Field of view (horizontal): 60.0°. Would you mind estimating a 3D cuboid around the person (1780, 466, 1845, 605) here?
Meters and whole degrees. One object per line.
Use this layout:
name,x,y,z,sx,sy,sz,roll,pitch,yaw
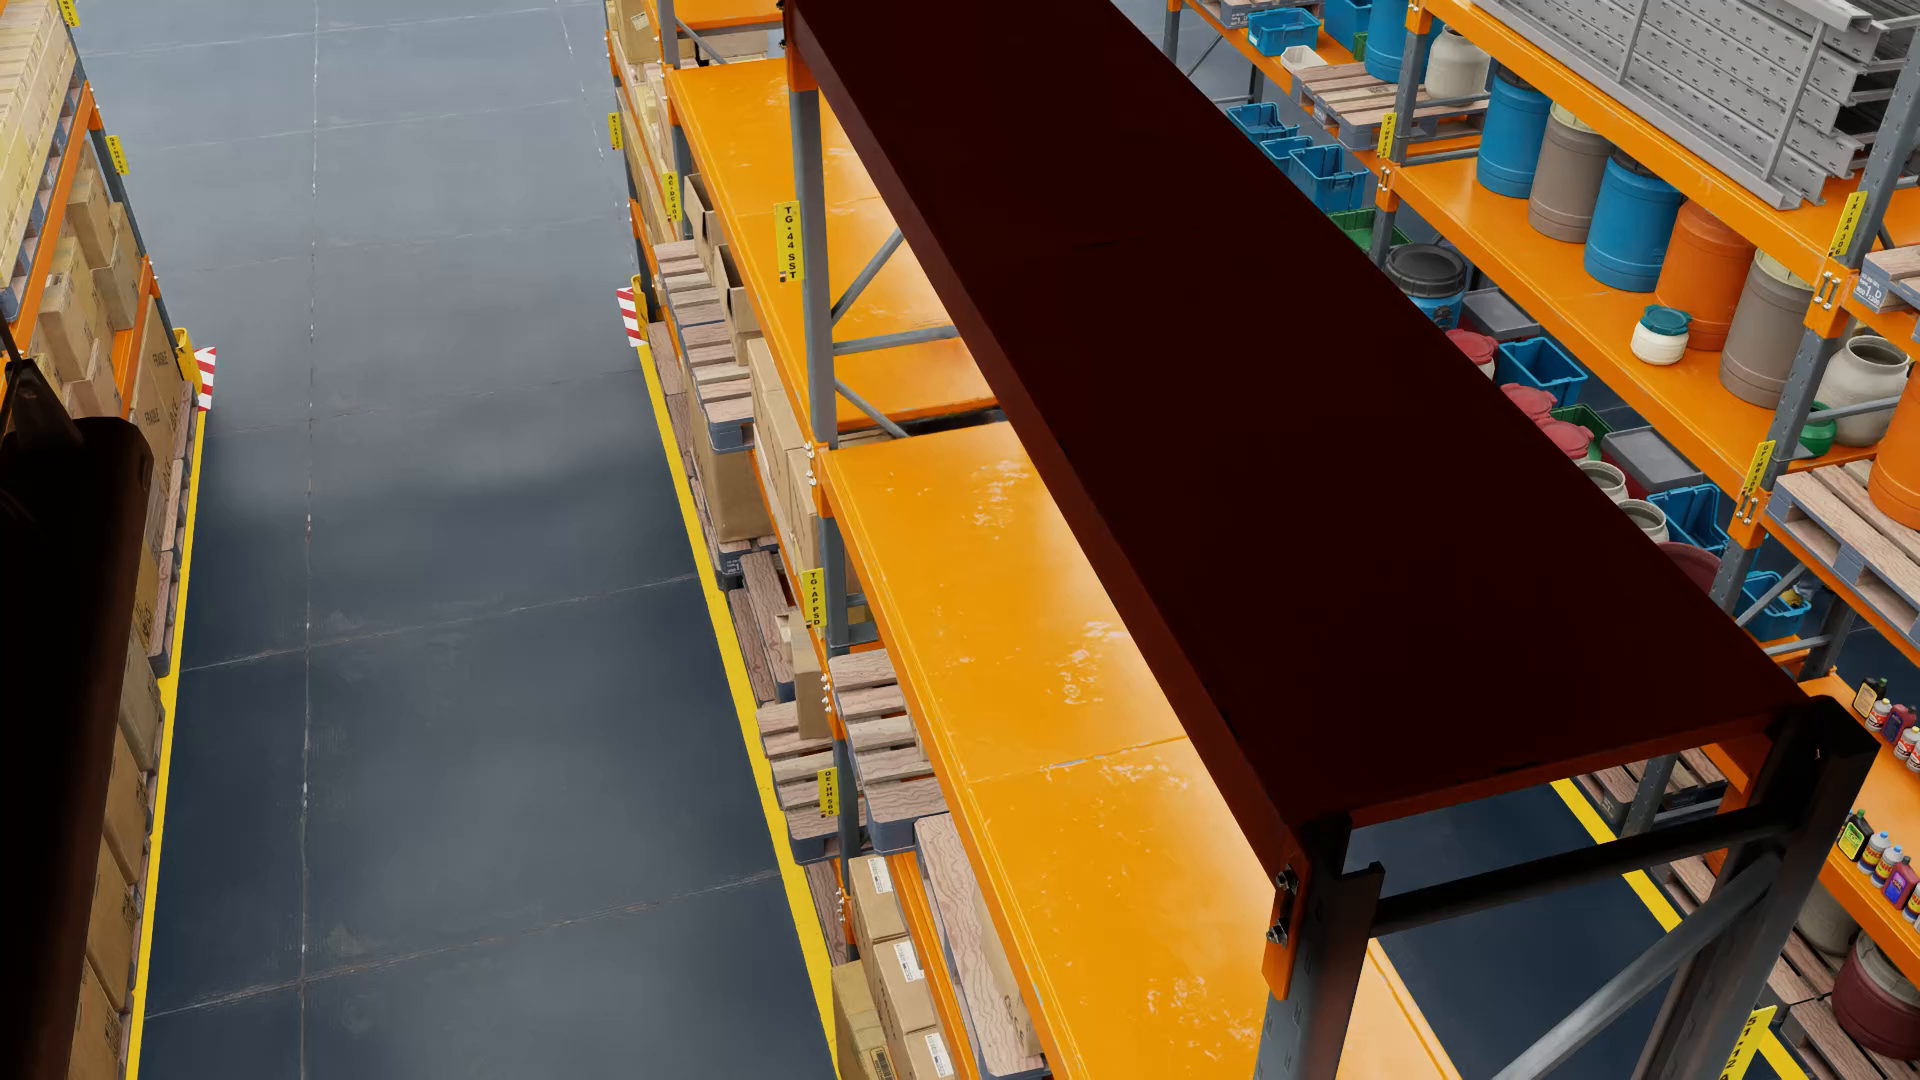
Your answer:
person,6.310,-0.319,11.827,0.614,1.766,0.614,12,40,15
